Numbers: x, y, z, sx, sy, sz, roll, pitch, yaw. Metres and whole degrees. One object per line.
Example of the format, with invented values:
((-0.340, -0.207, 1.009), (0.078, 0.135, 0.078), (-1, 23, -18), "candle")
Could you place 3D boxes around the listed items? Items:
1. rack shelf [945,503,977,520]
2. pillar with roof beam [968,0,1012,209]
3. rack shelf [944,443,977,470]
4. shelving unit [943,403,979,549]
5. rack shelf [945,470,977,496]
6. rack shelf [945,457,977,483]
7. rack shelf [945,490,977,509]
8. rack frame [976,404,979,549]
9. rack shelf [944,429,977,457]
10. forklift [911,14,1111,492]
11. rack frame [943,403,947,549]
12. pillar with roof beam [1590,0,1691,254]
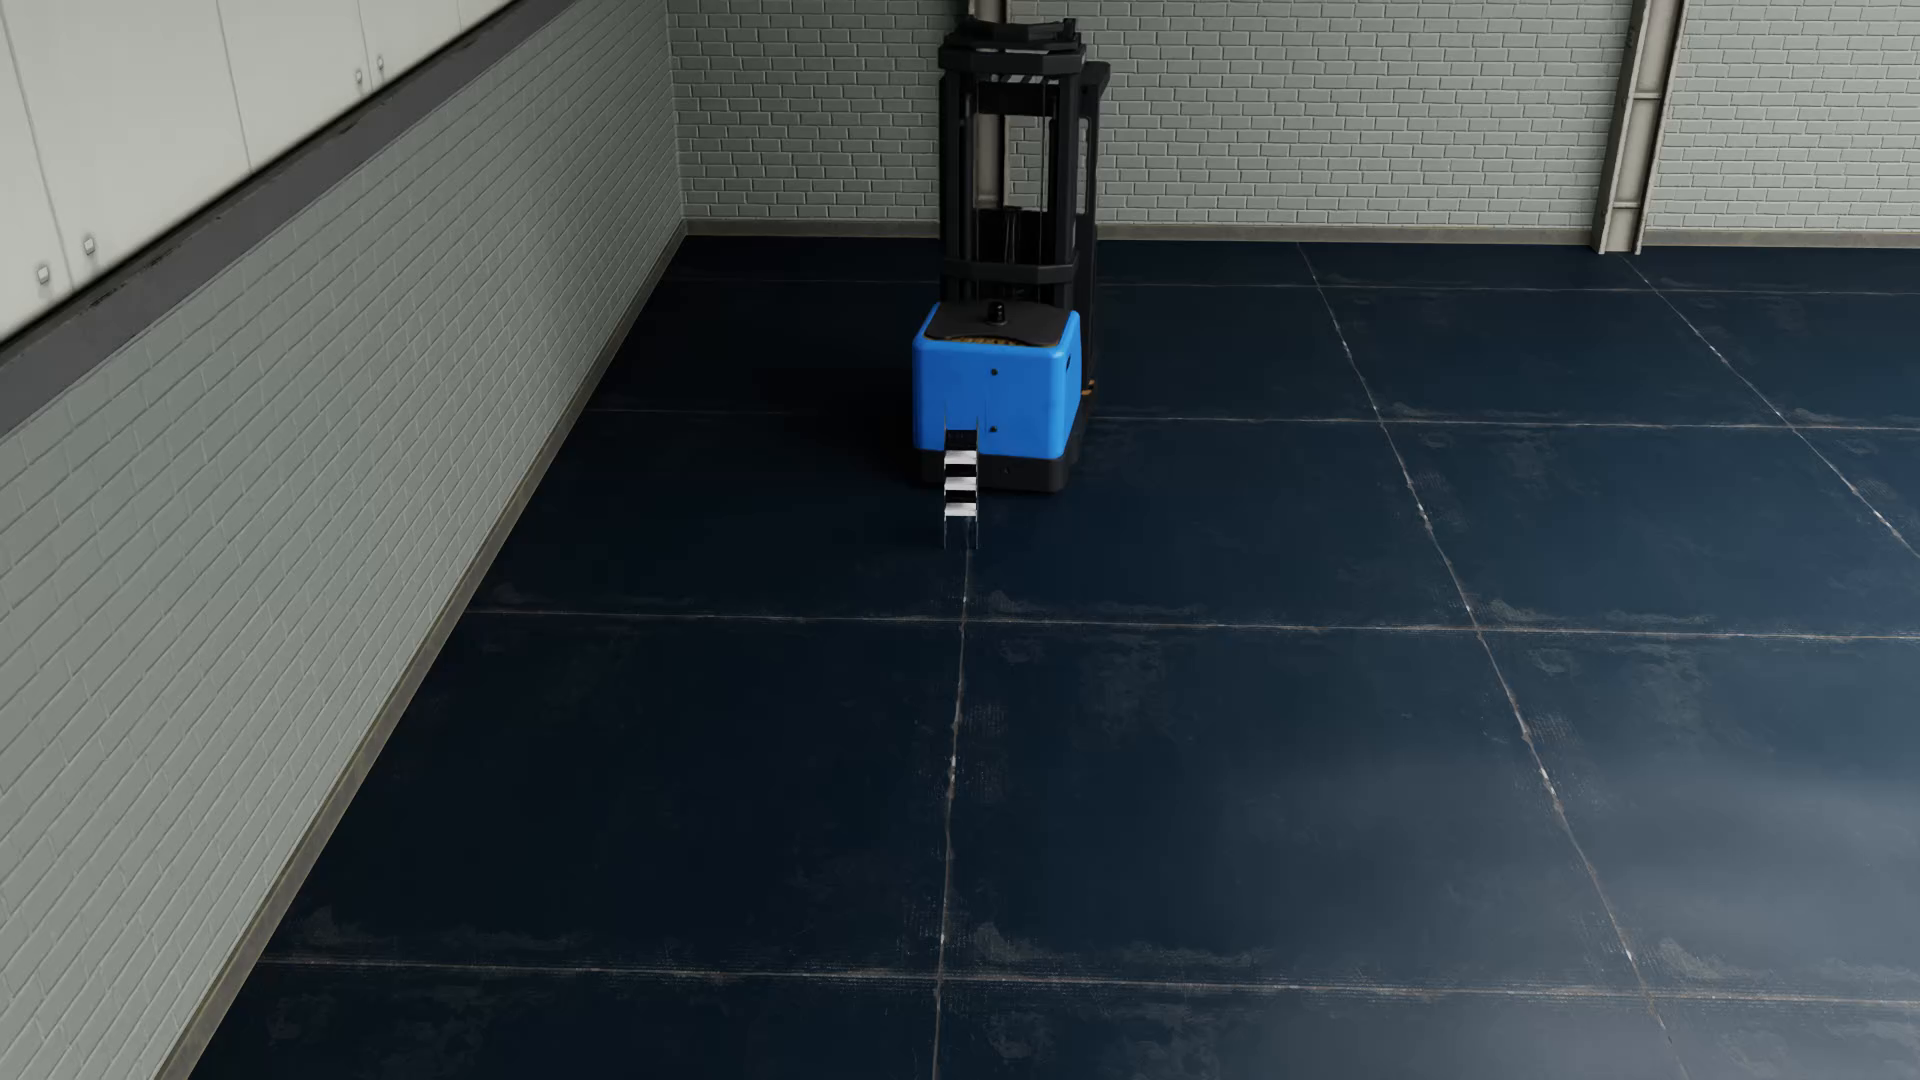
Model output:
((0.008, -0.209, 10.564), (0.200, 0.077, 0.258), (1, 28, 2), "rack shelf")
((0.122, -4.849, 10.214), (0.400, 9.000, 9.100), (1, 28, 2), "pillar with roof beam")
((0.008, -0.527, 10.396), (0.200, 0.077, 0.258), (1, 28, 2), "rack shelf")
((0.008, -0.397, 10.464), (0.210, 0.900, 0.258), (1, 28, 2), "shelving unit")
((0.008, -0.368, 10.480), (0.200, 0.077, 0.258), (1, 28, 2), "rack shelf")
((0.008, -0.448, 10.438), (0.200, 0.077, 0.258), (1, 28, 2), "rack shelf")
((0.008, -0.288, 10.522), (0.200, 0.077, 0.258), (1, 28, 2), "rack shelf")
((0.110, -0.396, 10.461), (0.006, 0.900, 0.240), (1, 28, 2), "rack frame")
((0.008, -0.607, 10.354), (0.200, 0.077, 0.258), (1, 28, 2), "rack shelf")
((0.444, -2.283, 11.853), (1.130, 2.935, 3.031), (5, 28, 9), "forklift")
((-0.093, -0.399, 10.468), (0.006, 0.900, 0.240), (1, 28, 2), "rack frame")
((6.119, -4.749, 10.027), (0.400, 9.000, 9.100), (1, 28, 2), "pillar with roof beam")
